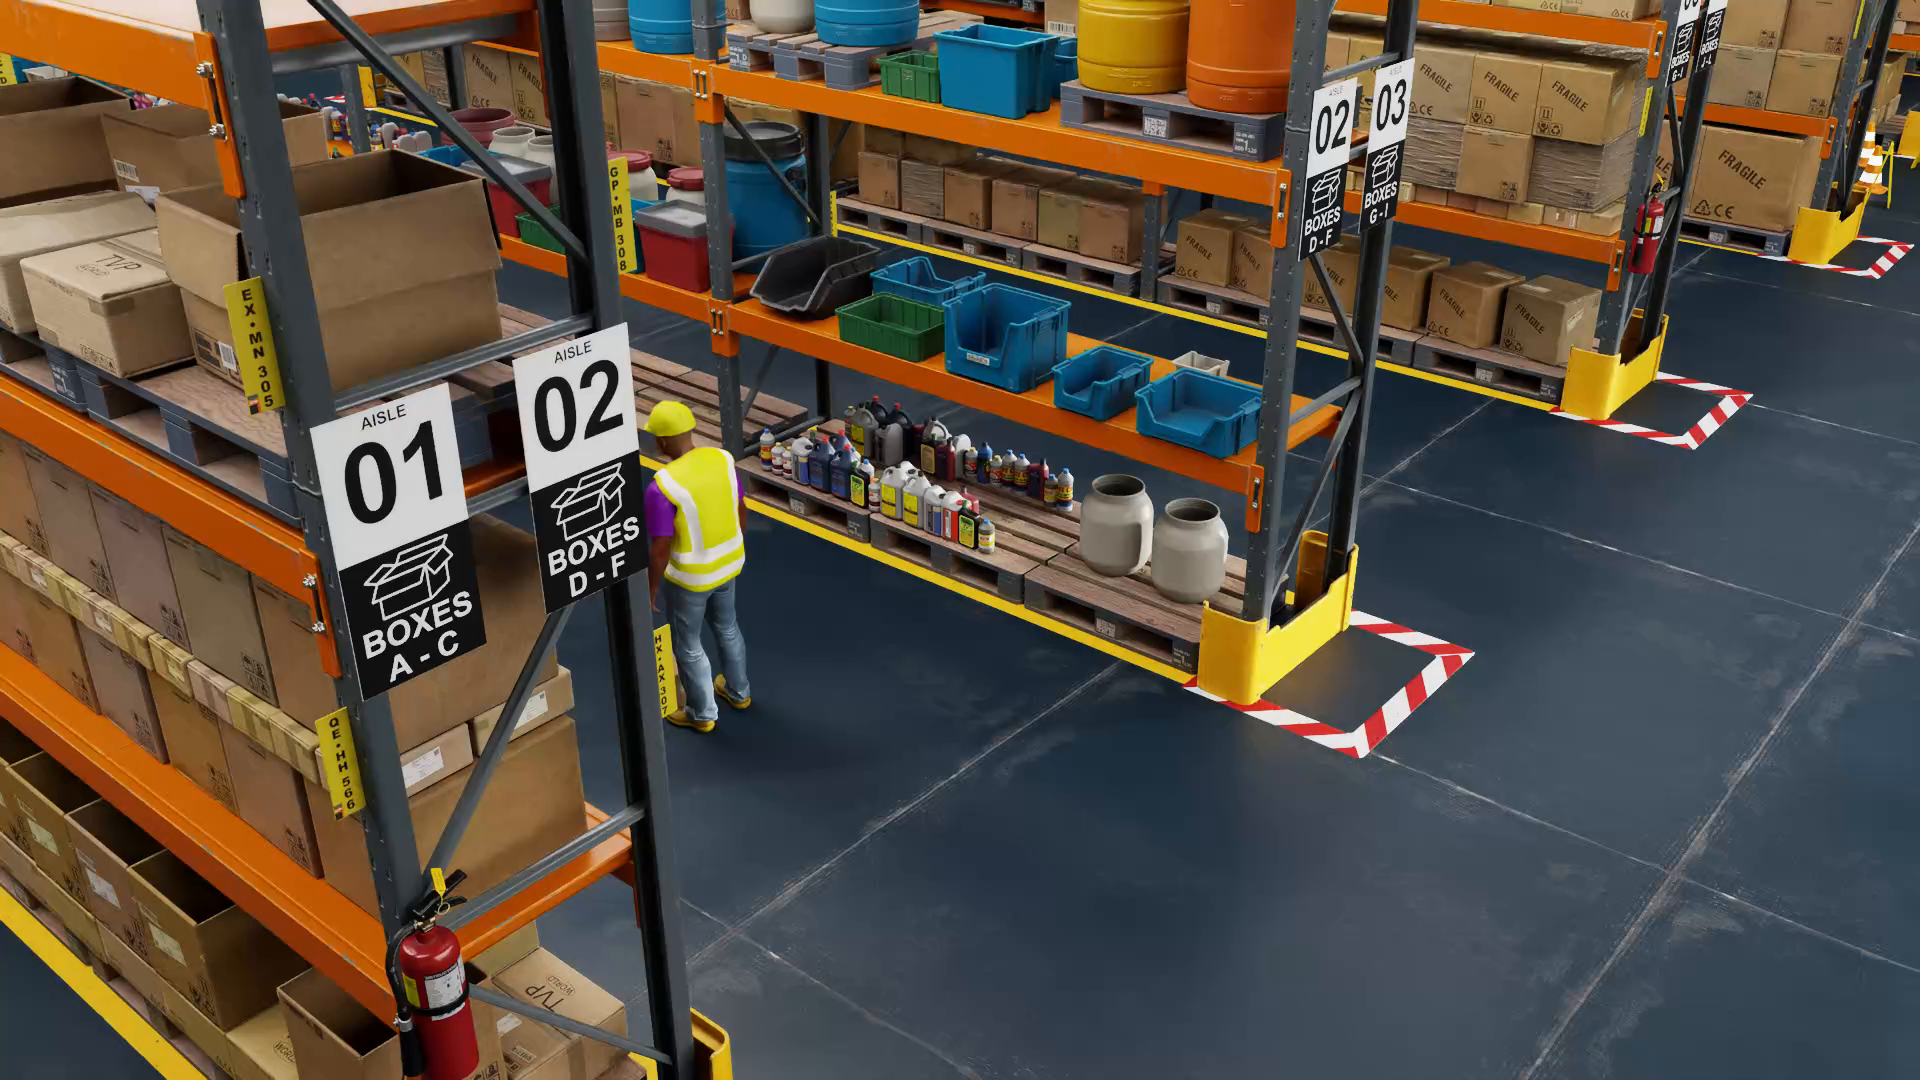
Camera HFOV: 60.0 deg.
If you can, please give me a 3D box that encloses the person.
[{"bbox_3d":[-1.326,0.129,8.347,0.461,1.761,0.628,21,34,35],"label":"person"}]
